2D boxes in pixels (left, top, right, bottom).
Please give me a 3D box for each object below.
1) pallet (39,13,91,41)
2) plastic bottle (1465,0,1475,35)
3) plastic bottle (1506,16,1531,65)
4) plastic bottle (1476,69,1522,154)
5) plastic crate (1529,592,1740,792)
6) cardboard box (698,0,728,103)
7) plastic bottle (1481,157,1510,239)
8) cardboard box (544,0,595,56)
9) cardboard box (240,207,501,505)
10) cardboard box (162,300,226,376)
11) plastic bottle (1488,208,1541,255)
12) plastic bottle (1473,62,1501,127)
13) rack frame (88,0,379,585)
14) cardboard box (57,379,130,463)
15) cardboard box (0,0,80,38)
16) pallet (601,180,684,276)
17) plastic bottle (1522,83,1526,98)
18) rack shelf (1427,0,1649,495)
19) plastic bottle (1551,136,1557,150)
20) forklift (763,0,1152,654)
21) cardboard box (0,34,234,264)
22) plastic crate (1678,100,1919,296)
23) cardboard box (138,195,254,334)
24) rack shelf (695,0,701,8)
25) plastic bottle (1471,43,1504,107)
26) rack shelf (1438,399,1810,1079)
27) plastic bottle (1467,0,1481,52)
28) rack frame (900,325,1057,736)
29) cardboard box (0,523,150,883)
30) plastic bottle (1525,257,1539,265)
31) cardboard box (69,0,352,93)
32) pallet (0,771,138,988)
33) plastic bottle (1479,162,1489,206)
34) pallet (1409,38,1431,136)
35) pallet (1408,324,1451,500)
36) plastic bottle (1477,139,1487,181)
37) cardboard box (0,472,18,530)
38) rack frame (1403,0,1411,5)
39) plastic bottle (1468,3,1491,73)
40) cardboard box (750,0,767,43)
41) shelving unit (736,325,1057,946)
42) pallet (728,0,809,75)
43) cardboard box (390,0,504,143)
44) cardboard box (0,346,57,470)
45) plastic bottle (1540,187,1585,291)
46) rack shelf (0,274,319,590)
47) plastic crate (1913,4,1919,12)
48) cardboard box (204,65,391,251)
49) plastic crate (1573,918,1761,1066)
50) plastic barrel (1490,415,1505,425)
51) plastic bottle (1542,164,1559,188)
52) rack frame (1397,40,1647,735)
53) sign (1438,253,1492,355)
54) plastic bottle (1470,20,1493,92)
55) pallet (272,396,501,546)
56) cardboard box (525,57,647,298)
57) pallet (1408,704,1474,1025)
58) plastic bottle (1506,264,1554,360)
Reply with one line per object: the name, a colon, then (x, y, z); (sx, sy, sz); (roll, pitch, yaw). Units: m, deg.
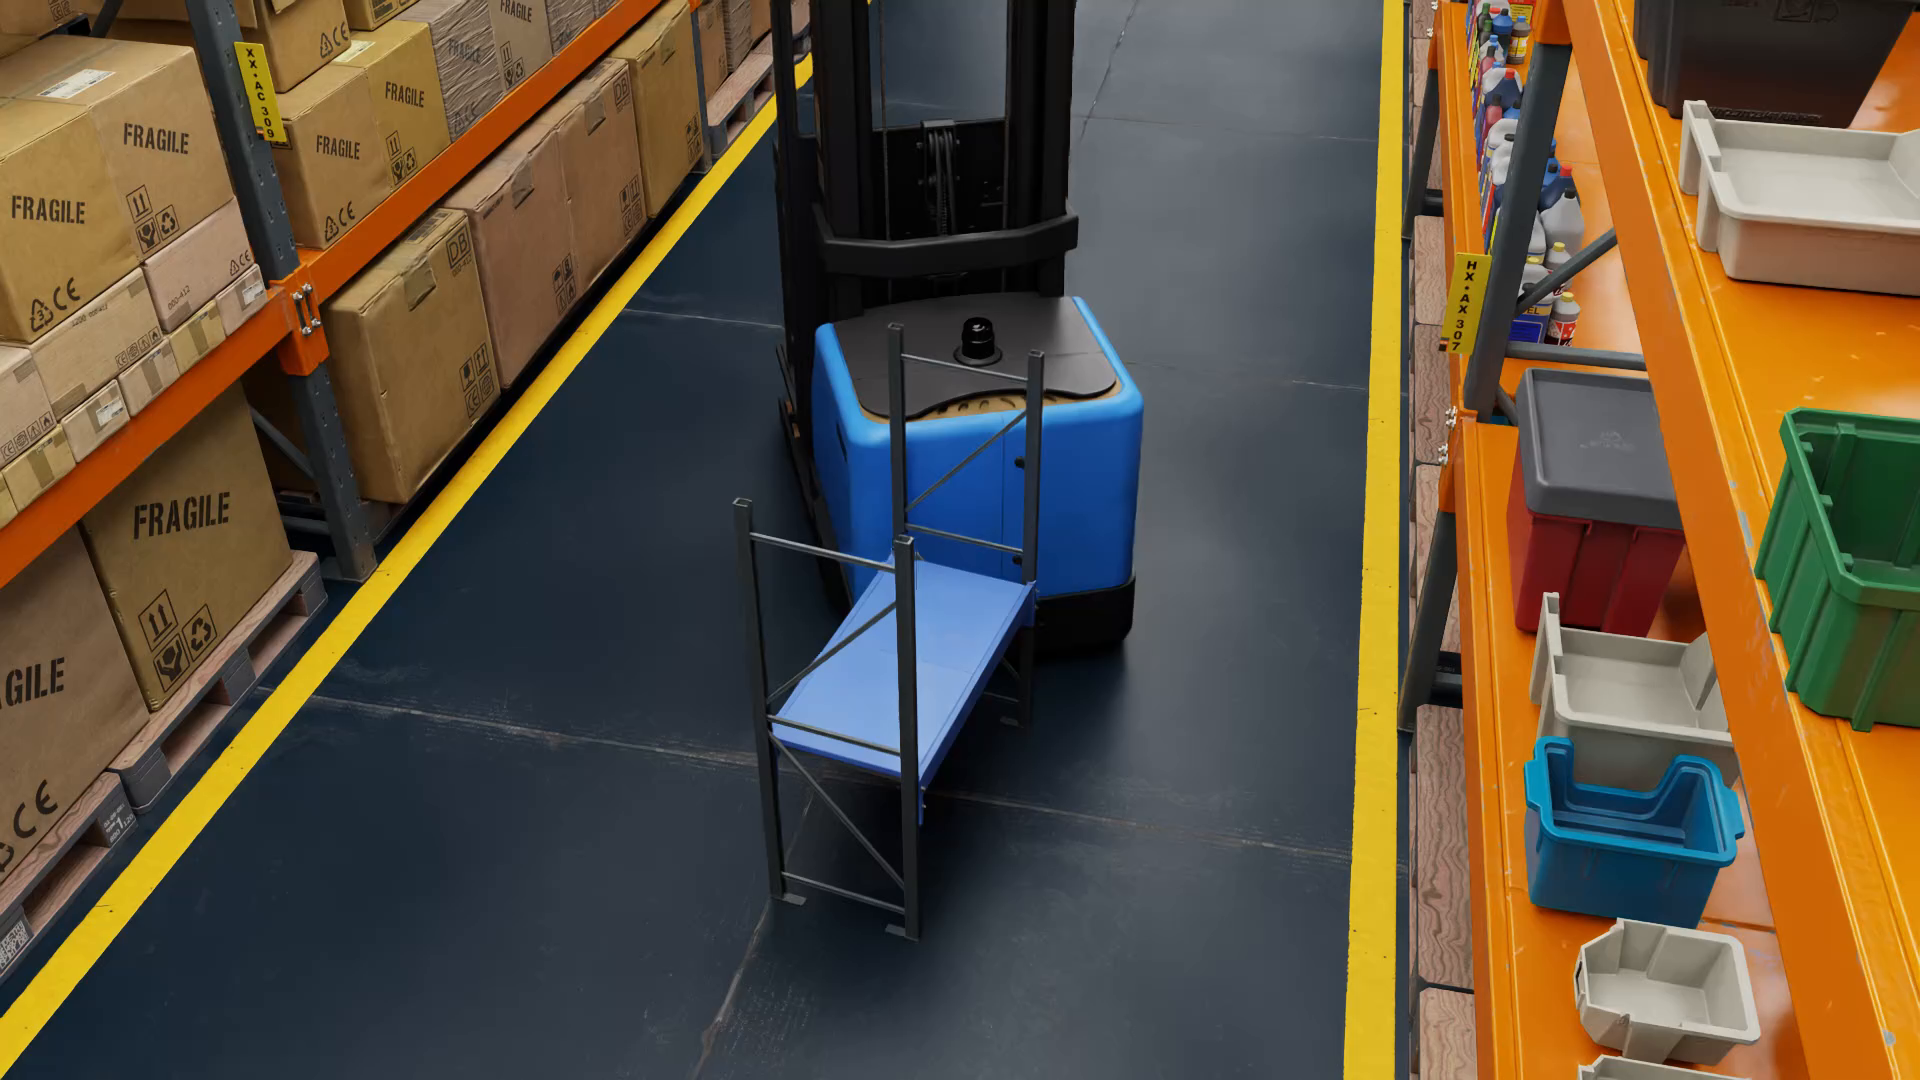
pallet: (-6.536, -3.422, 11.291); (1.003, 0.211, 1.213); (7, 37, 10)
plastic bottle: (2.425, -2.485, 7.732); (0.097, 0.271, 0.097); (0, 36, 0)
plastic bottle: (2.503, -2.249, 7.467); (0.097, 0.201, 0.097); (0, 36, 0)
plastic bottle: (2.142, -1.694, 6.573); (0.144, 0.351, 0.185); (7, 37, 10)
plastic crate: (1.524, 0.362, 3.745); (0.437, 0.282, 0.530); (7, 37, 10)
cardboard box: (-1.831, -2.981, 10.062); (0.700, 0.500, 0.500); (5, 36, 8)
plastic bottle: (1.984, -1.229, 5.996); (0.152, 0.276, 0.135); (7, 37, 10)
cardboard box: (-2.038, -2.572, 7.657); (0.500, 0.500, 0.500); (6, 36, 8)
cardboard box: (-2.691, -0.814, 6.770); (1.225, 0.875, 0.875); (7, 37, 10)
cardboard box: (-2.609, -0.670, 5.332); (0.380, 0.149, 0.250); (8, 37, 11)
plastic bottle: (1.907, -1.063, 5.702); (0.144, 0.351, 0.185); (7, 37, 10)
plastic bottle: (2.178, -1.823, 6.819); (0.097, 0.271, 0.097); (0, 36, 0)
rack frame: (-2.809, -1.135, 5.760); (1.000, 3.000, 0.127); (7, 37, 10)
cardboard box: (-2.718, -0.376, 4.926); (0.380, 0.149, 0.250); (8, 37, 11)
cardboard box: (-6.560, -3.705, 10.865); (1.050, 0.750, 0.750); (7, 36, 9)
pallet: (-2.196, -1.857, 9.132); (1.003, 0.211, 1.213); (7, 37, 10)
plastic bottle: (2.319, -1.752, 6.653); (0.144, 0.351, 0.185); (7, 37, 10)
rack shelf: (2.457, -1.370, 6.697); (1.077, 0.370, 4.000); (7, 37, 10)
plastic bottle: (2.188, -1.433, 6.280); (0.097, 0.271, 0.097); (0, 36, 0)
forklift: (-0.211, -1.567, 6.415); (1.130, 2.935, 3.031); (-9, 37, -12)
cardboard box: (-2.646, -1.202, 5.087); (0.500, 0.500, 0.500); (8, 37, 11)
plastic crate: (1.375, -0.545, 2.614); (0.437, 0.136, 0.530); (7, 37, 10)
cardboard box: (-2.647, -0.909, 5.322); (0.500, 0.250, 0.500); (7, 36, 9)
rack shelf: (-1.527, -4.284, 10.718); (1.077, 0.370, 4.000); (7, 37, 10)
plastic bottle: (2.227, -1.955, 7.001); (0.097, 0.271, 0.097); (0, 36, 0)
rack shelf: (1.603, 0.923, 3.533); (1.077, 0.370, 4.000); (7, 37, 10)
plastic bottle: (2.361, -2.370, 7.564); (0.061, 0.283, 0.133); (7, 37, 10)
rack frame: (0.052, 0.011, 5.456); (0.500, 1.500, 0.032); (14, 38, 19)
cardboard box: (-3.220, 0.439, 5.041); (0.875, 0.875, 0.875); (7, 37, 10)
plastic bottle: (1.884, -0.839, 5.521); (0.097, 0.201, 0.097); (0, 36, 0)
cardboard box: (-2.680, -1.949, 5.943); (0.797, 0.503, 0.637); (6, 36, 9)
pallet: (-3.306, 1.121, 5.023); (1.003, 0.211, 1.213); (7, 37, 10)
plastic bottle: (2.011, -1.346, 6.221); (0.097, 0.201, 0.097); (0, 36, 0)
pallet: (3.351, -2.815, 10.454); (1.003, 0.211, 1.213); (7, 37, 10)
pallet: (2.494, -0.524, 7.293); (1.003, 0.211, 1.213); (7, 37, 10)
plastic bottle: (2.060, -1.479, 6.404); (0.097, 0.201, 0.097); (0, 36, 0)
cardboard box: (-2.828, -0.081, 4.520); (0.380, 0.149, 0.250); (7, 36, 9)
rack frame: (3.739, -5.101, 11.232); (1.000, 3.000, 0.127); (7, 37, 10)
plastic bottle: (2.304, -2.217, 7.352); (0.061, 0.283, 0.133); (7, 37, 10)
cardboard box: (-1.610, -3.627, 10.953); (0.700, 0.500, 0.500); (10, 37, 14)
shelving unit: (-0.148, 0.286, 5.078); (0.538, 1.500, 1.048); (14, 38, 19)
pallet: (-1.523, -3.445, 11.323); (1.003, 0.211, 1.213); (7, 37, 10)
cardboard box: (-2.252, -1.983, 6.845); (0.500, 0.500, 0.500); (7, 36, 9)
cardboard box: (-2.864, -0.319, 4.509); (0.500, 0.250, 0.500); (8, 37, 11)
plastic bottle: (2.048, -1.044, 5.677); (0.144, 0.351, 0.185); (7, 37, 10)
rack shelf: (-3.236, 0.303, 4.390); (1.077, 0.370, 4.000); (7, 37, 10)
plastic crate: (2.235, -1.362, 3.698); (0.450, 0.188, 0.662); (7, 37, 10)
cardboard box: (-2.466, -1.408, 6.052); (0.500, 0.500, 0.500); (7, 37, 10)
plastic crate: (1.330, 0.872, 3.165); (0.298, 0.136, 0.250); (7, 37, 10)
plastic barrel: (2.314, -0.551, 6.384); (0.600, 0.901, 0.708); (7, 37, 10)
plastic bottle: (2.110, -1.222, 5.990); (0.097, 0.271, 0.097); (0, 36, 0)
rack frame: (2.030, -0.514, 4.904); (1.000, 3.000, 0.127); (7, 37, 10)
sign: (1.493, -0.697, 4.919); (0.100, 0.325, 0.005); (7, 37, 10)
plastic bottle: (2.255, -2.084, 7.169); (0.061, 0.283, 0.133); (7, 37, 10)
pallet: (-2.717, -0.458, 7.202); (1.003, 0.211, 1.213); (7, 37, 10)
cardboard box: (-2.320, -1.835, 8.179); (1.225, 0.875, 0.875); (7, 37, 10)
pallet: (1.911, 1.041, 5.134); (1.003, 0.211, 1.213); (7, 37, 10)
plastic bottle: (1.798, -0.731, 5.308); (0.152, 0.276, 0.135); (7, 37, 10)
